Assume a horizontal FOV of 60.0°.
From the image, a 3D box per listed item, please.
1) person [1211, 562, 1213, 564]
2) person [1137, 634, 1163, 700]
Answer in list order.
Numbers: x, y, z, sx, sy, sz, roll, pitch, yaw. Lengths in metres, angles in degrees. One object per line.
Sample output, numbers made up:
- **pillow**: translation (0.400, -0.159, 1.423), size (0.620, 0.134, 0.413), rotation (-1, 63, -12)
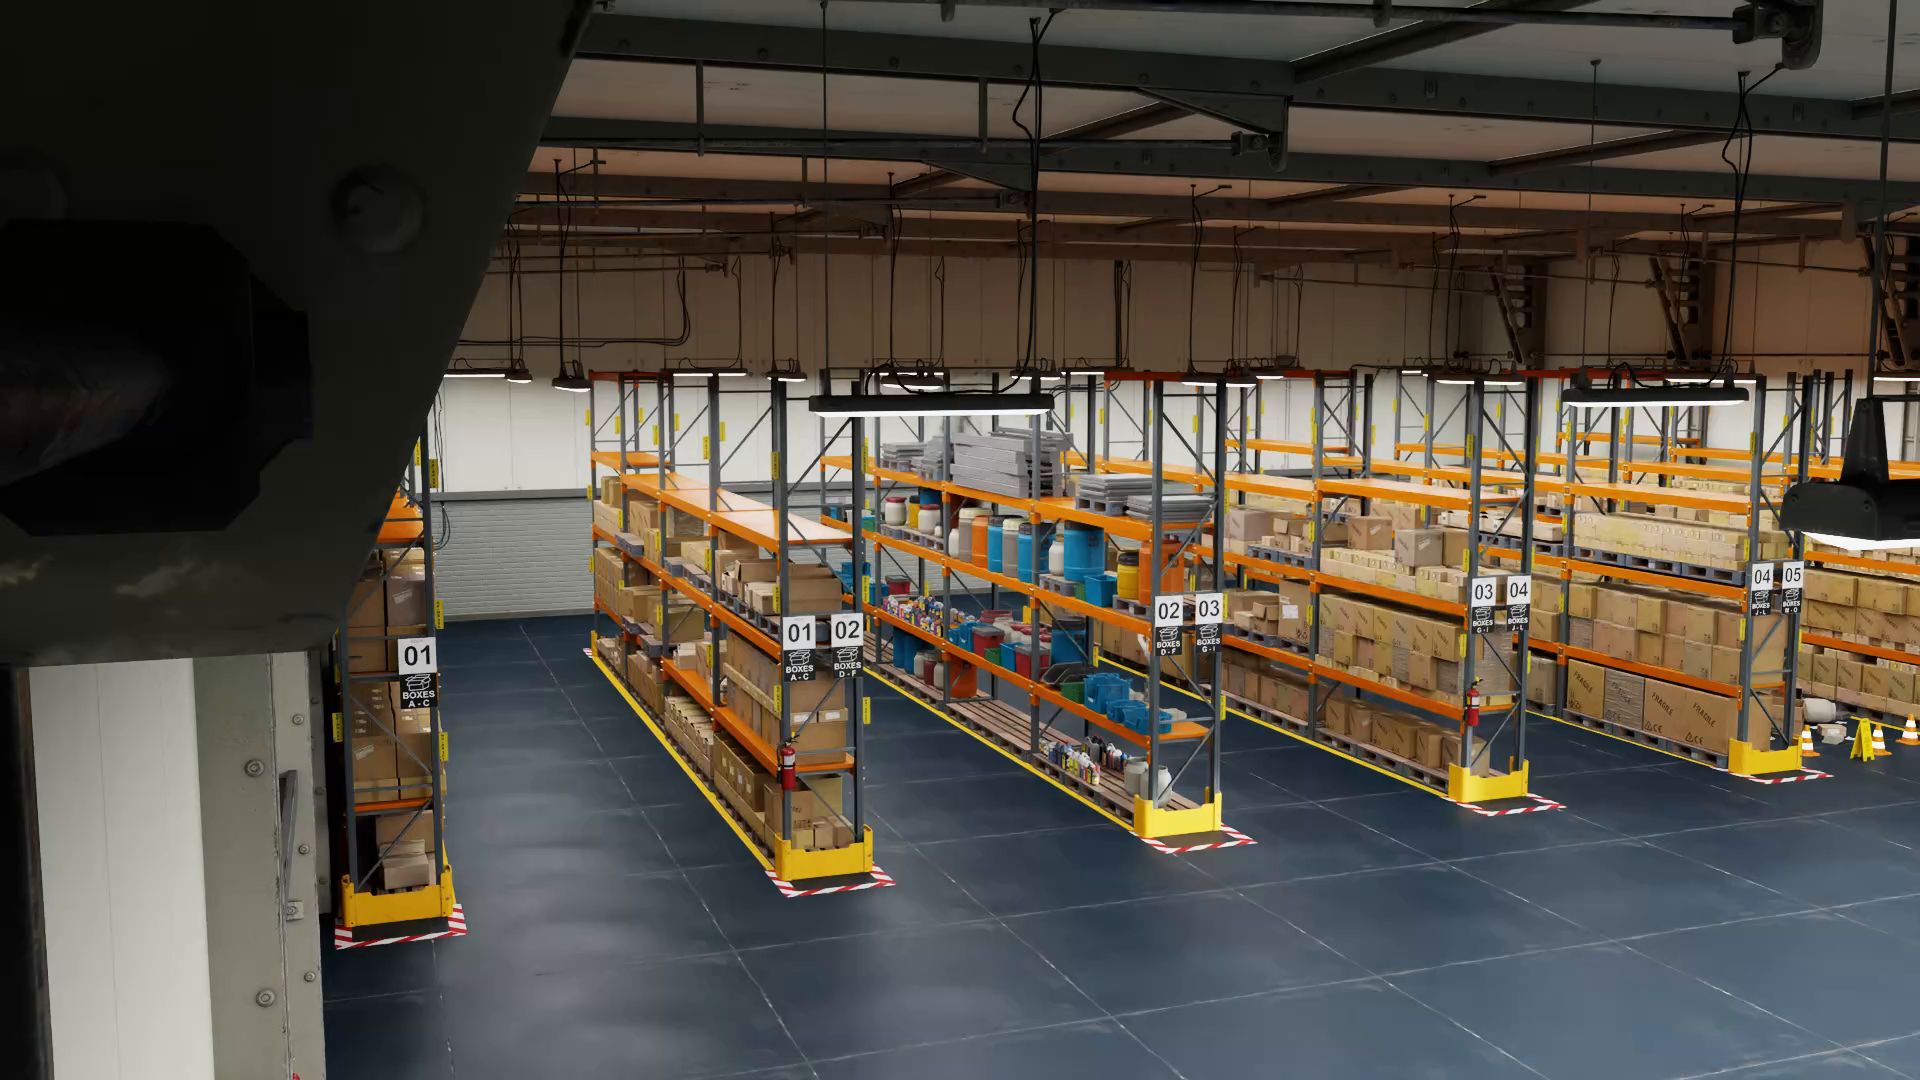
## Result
- **person**: translation (6.335, 0.959, 41.282), size (0.544, 1.544, 0.534), rotation (-2, 7, -18)
- **person**: translation (3.416, 2.005, 28.900), size (0.533, 1.691, 0.671), rotation (-4, 8, -34)
